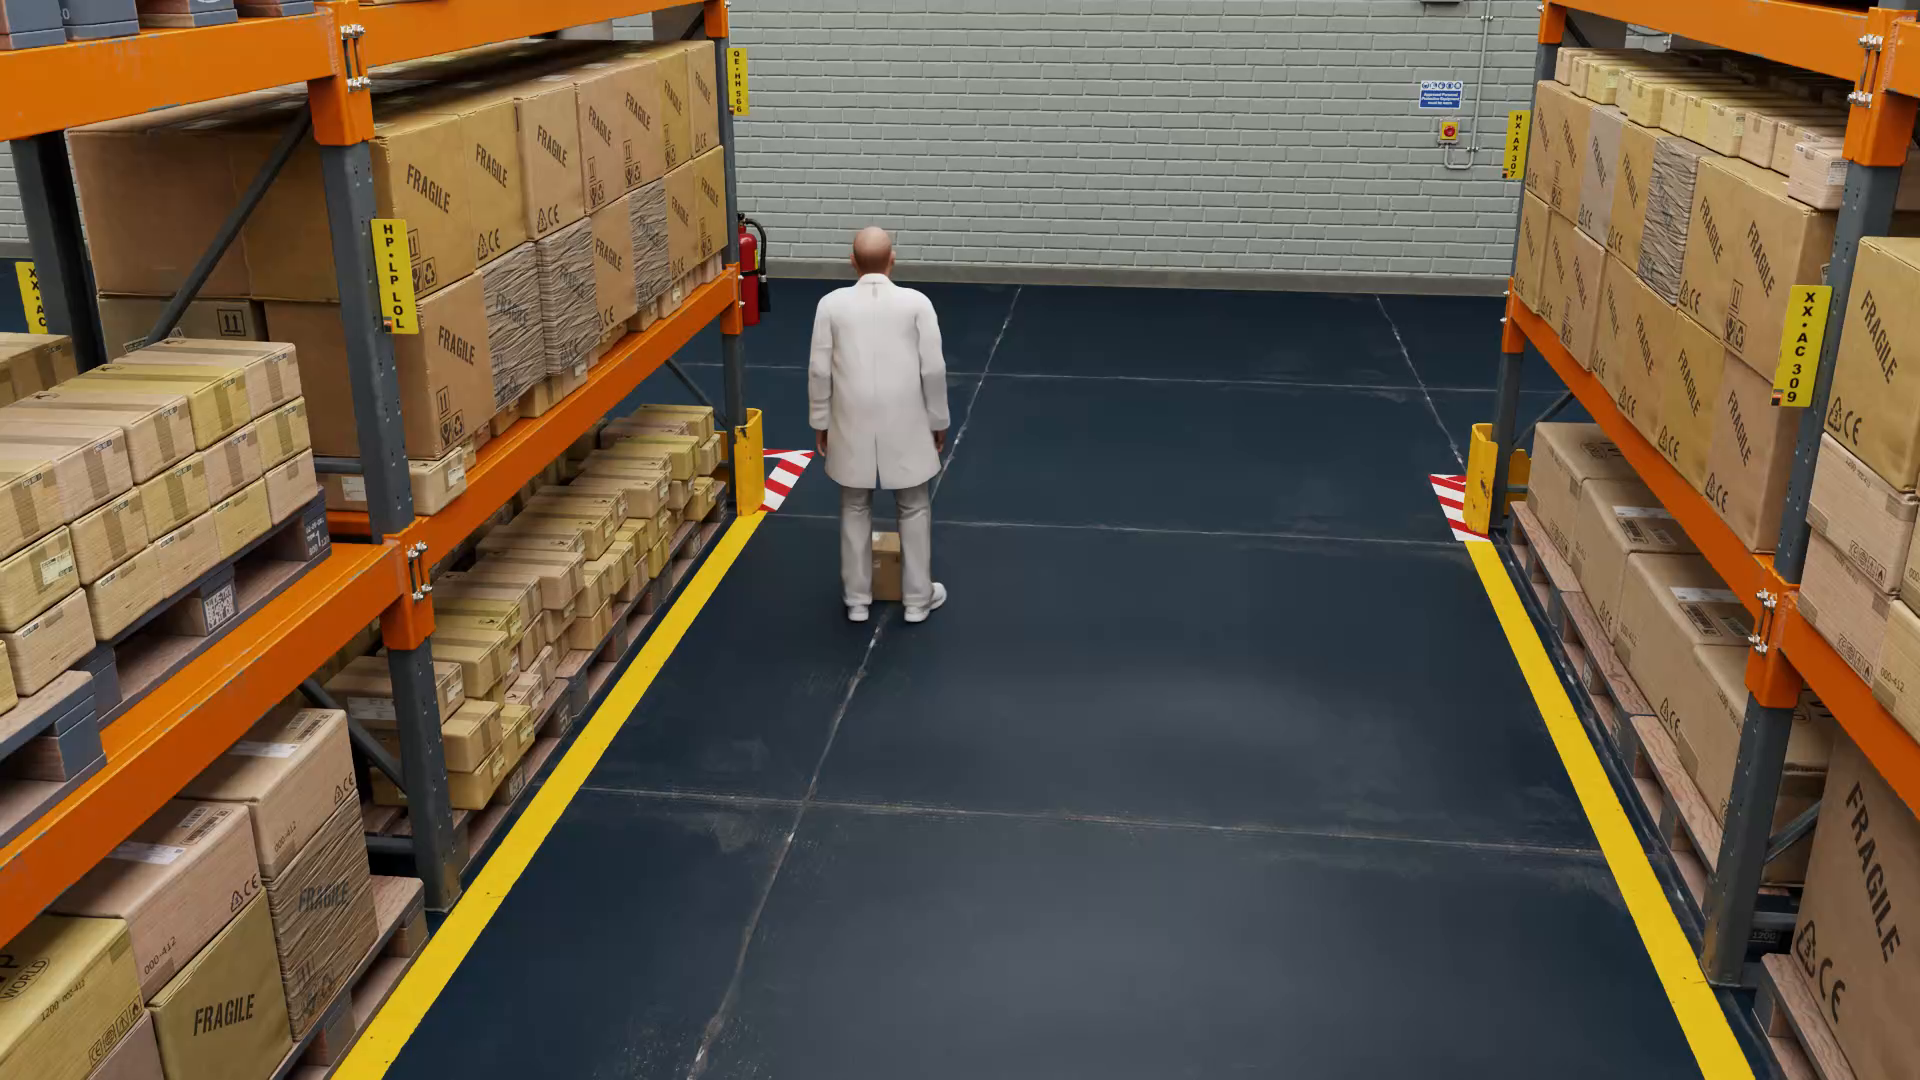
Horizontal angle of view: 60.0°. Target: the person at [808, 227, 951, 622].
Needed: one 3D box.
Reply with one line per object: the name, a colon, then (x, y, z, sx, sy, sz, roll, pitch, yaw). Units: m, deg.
person: (-0.358, -0.501, 7.417, 0.633, 1.773, 0.430, 1, 21, 3)
